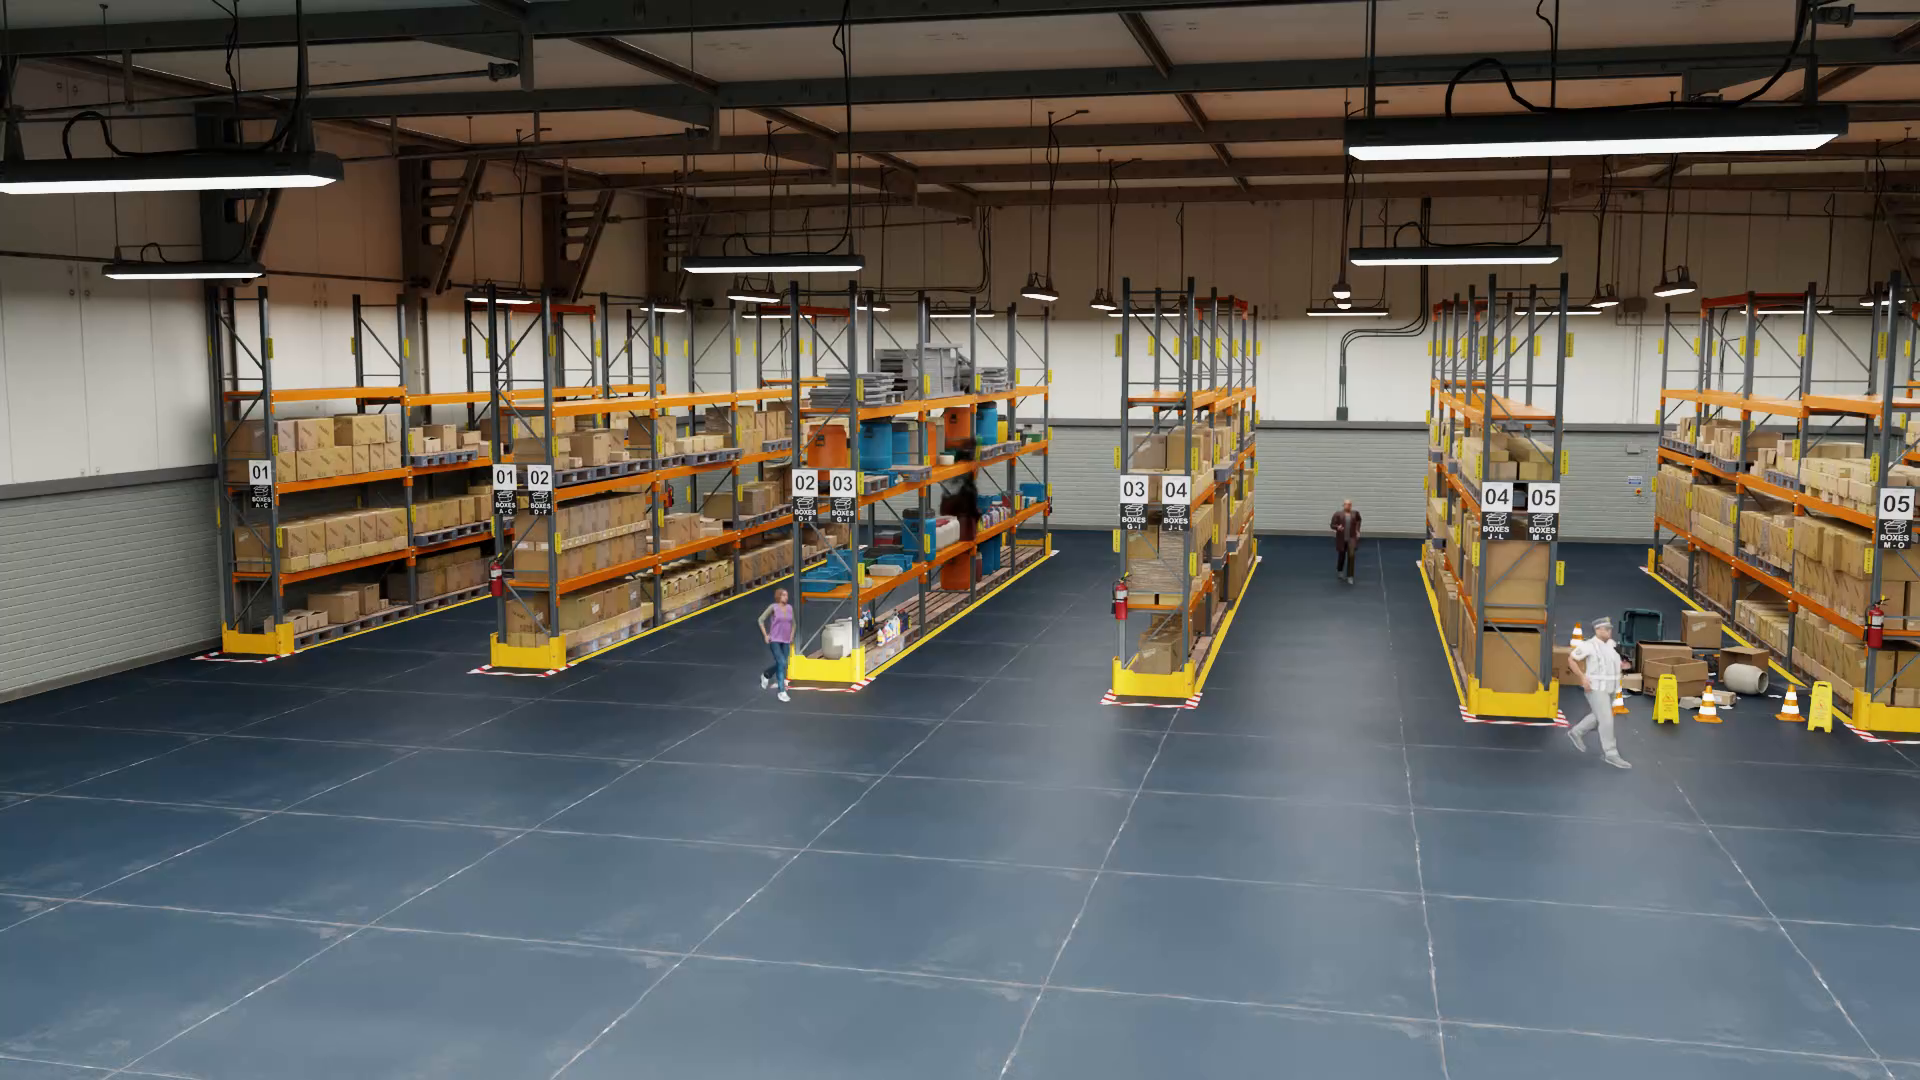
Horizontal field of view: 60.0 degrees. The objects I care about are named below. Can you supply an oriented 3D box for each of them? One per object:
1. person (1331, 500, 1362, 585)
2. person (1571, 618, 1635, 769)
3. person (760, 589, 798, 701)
[{"bbox_3d":[8.282,0.013,35.664,0.682,1.779,1.054,1,7,6],"label":"person"},{"bbox_3d":[7.776,1.804,20.058,0.668,1.759,0.968,-4,8,-33],"label":"person"},{"bbox_3d":[-2.594,1.498,23.970,0.564,1.567,0.650,-5,8,-36],"label":"person"}]
